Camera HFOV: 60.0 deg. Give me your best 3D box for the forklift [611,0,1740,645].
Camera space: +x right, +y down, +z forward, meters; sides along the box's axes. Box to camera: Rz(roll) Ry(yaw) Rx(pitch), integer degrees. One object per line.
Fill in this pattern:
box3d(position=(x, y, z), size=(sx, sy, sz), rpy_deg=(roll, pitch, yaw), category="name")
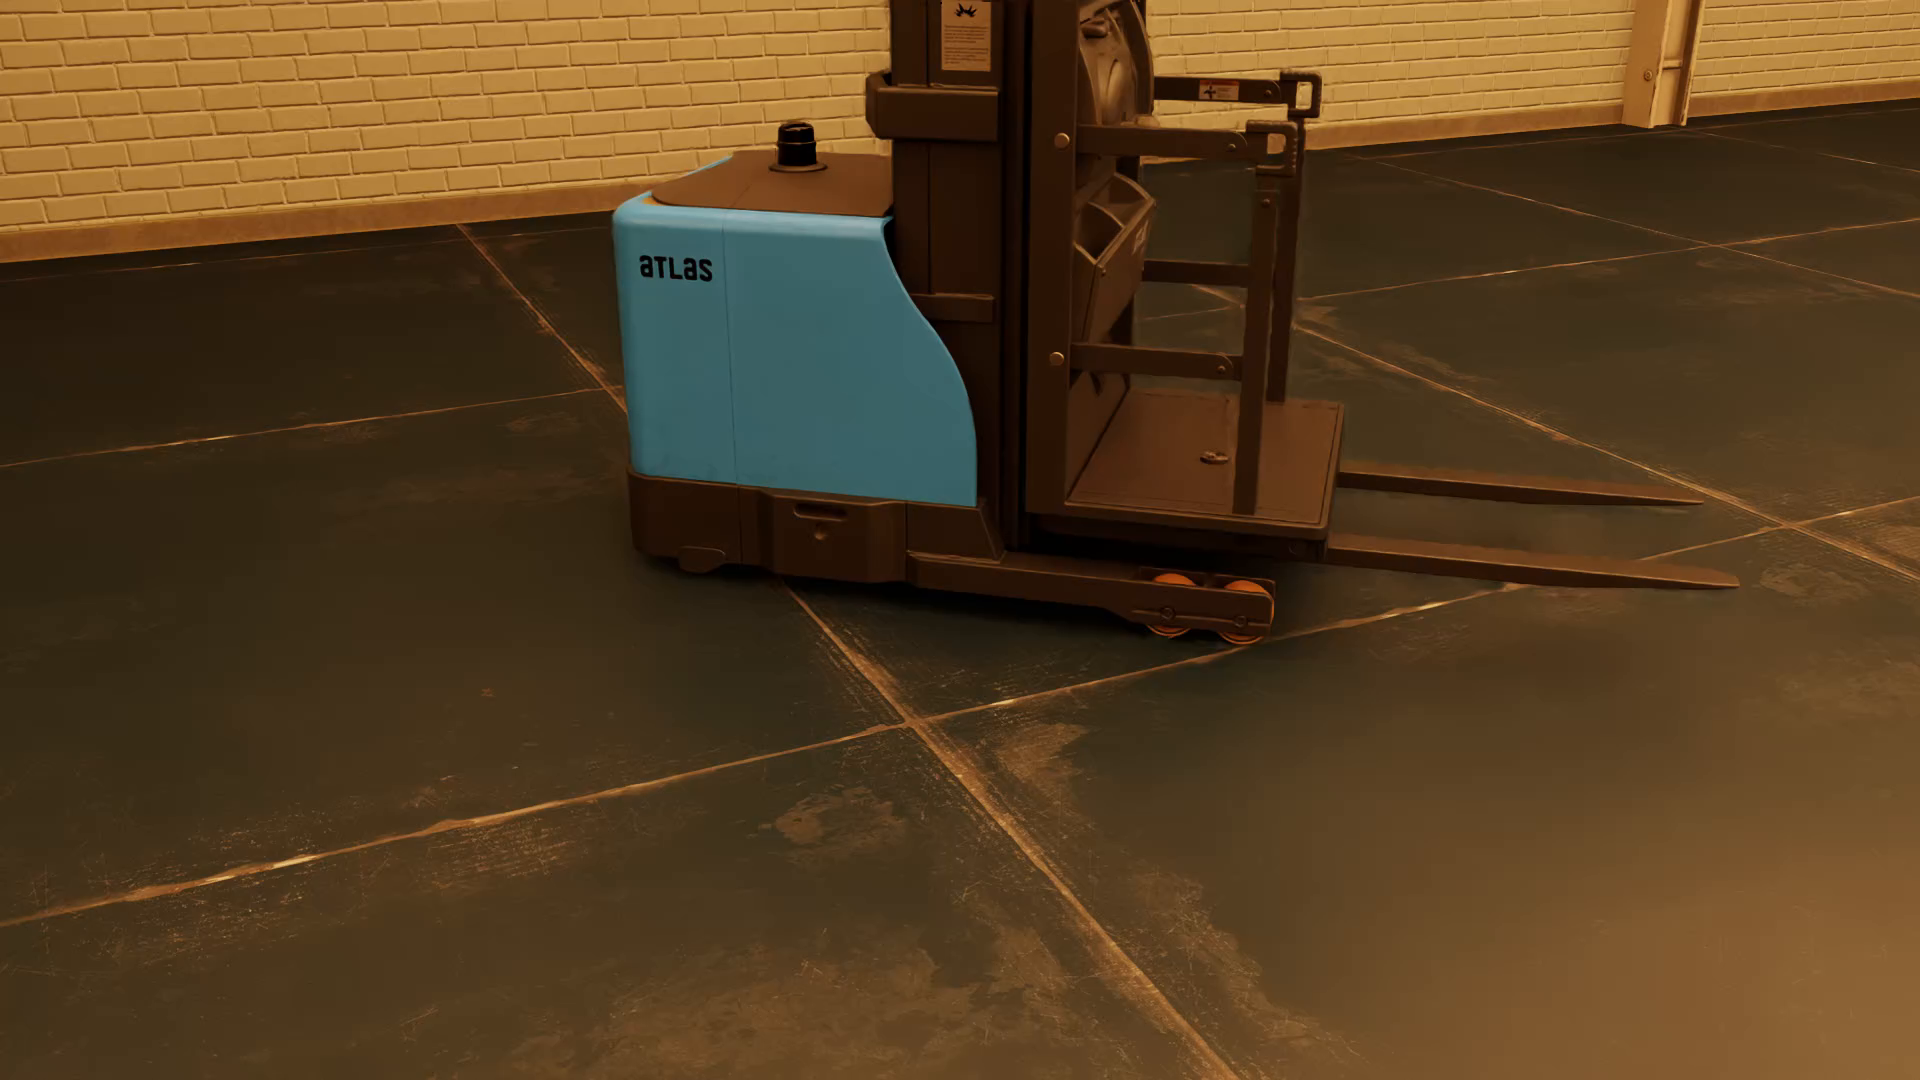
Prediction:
box3d(position=(0.609, -1.300, 4.416), size=(3.031, 2.935, 1.130), rpy_deg=(6, 23, 13), category="forklift")
